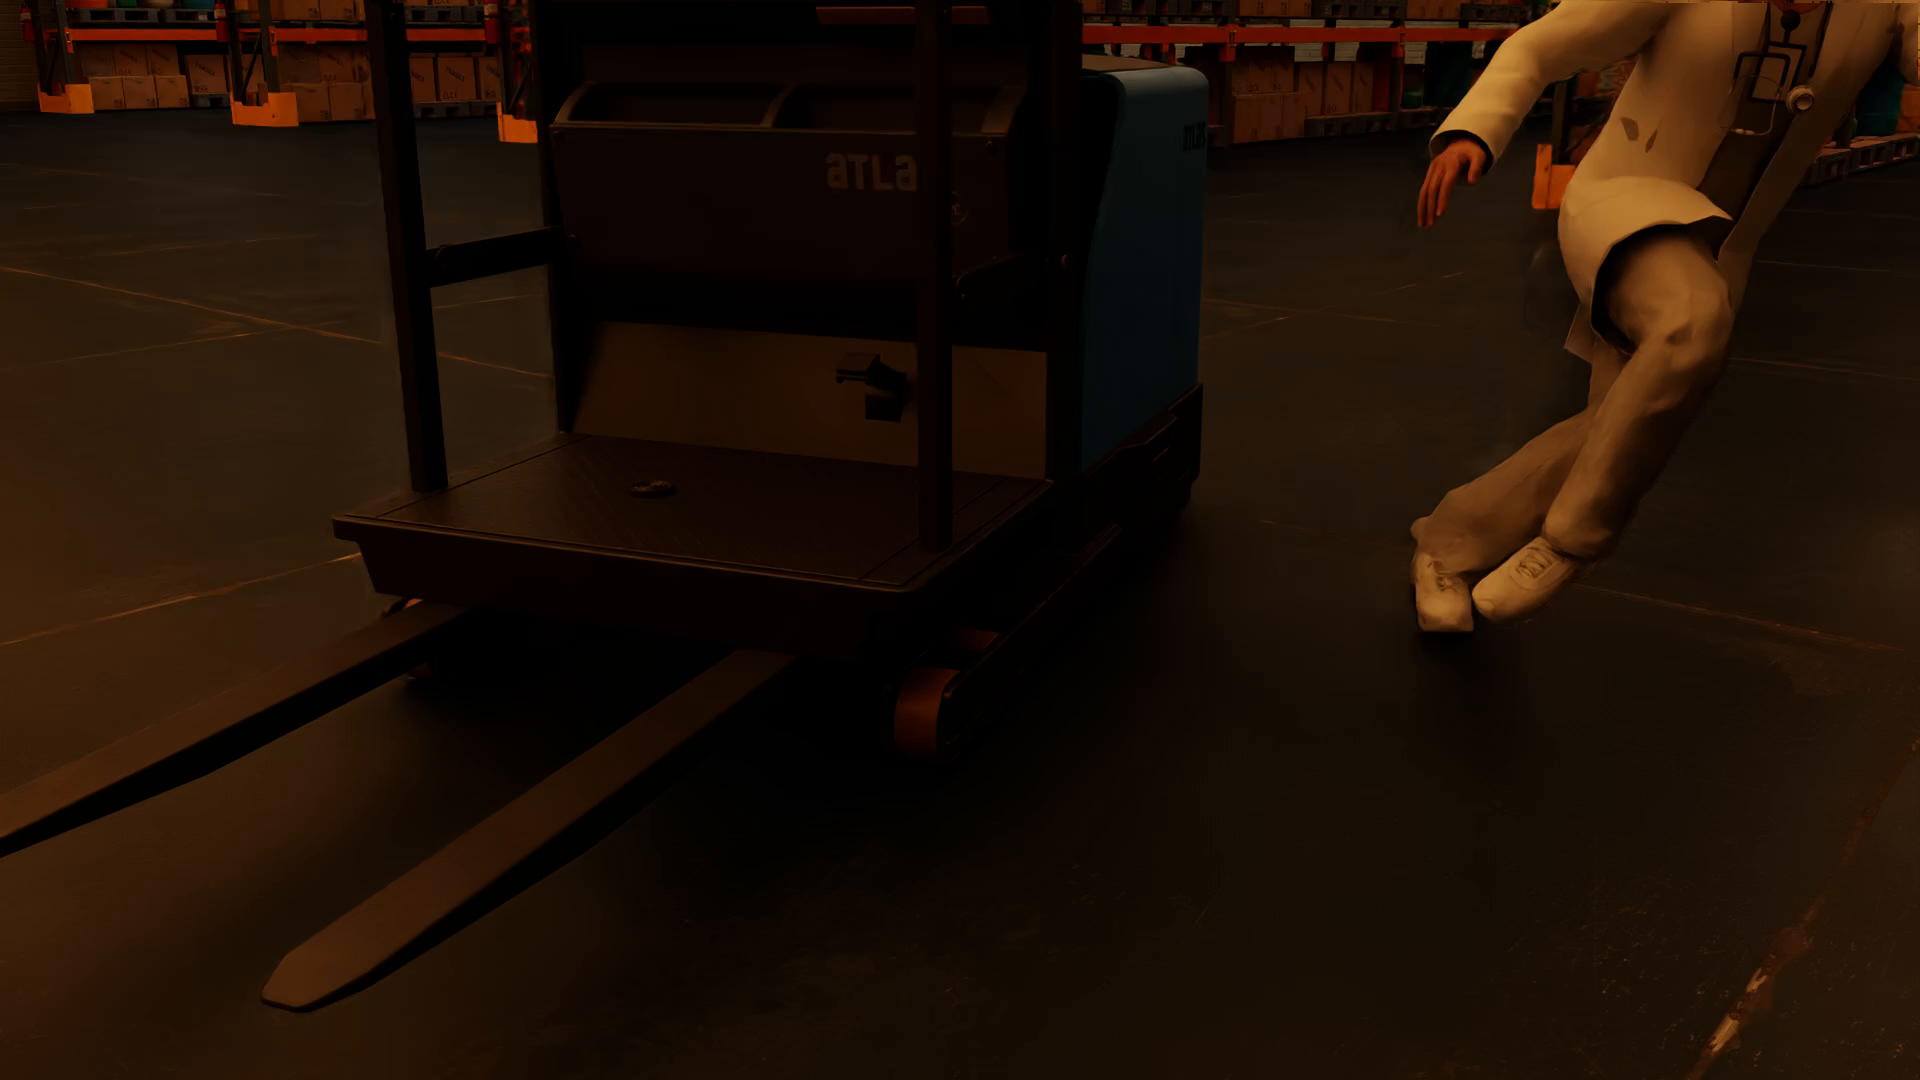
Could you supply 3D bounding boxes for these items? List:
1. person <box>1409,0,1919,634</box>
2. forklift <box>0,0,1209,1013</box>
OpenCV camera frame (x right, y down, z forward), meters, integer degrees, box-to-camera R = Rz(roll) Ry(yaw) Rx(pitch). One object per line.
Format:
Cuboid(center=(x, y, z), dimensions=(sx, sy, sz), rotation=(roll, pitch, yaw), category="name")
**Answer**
Cuboid(center=(1.334, -0.517, 3.030), dimensions=(1.033, 1.539, 0.908), rotation=(-2, 17, -7), category="person")
Cuboid(center=(-0.402, -1.169, 2.748), dimensions=(1.130, 2.935, 3.031), rotation=(7, 18, 21), category="forklift")
